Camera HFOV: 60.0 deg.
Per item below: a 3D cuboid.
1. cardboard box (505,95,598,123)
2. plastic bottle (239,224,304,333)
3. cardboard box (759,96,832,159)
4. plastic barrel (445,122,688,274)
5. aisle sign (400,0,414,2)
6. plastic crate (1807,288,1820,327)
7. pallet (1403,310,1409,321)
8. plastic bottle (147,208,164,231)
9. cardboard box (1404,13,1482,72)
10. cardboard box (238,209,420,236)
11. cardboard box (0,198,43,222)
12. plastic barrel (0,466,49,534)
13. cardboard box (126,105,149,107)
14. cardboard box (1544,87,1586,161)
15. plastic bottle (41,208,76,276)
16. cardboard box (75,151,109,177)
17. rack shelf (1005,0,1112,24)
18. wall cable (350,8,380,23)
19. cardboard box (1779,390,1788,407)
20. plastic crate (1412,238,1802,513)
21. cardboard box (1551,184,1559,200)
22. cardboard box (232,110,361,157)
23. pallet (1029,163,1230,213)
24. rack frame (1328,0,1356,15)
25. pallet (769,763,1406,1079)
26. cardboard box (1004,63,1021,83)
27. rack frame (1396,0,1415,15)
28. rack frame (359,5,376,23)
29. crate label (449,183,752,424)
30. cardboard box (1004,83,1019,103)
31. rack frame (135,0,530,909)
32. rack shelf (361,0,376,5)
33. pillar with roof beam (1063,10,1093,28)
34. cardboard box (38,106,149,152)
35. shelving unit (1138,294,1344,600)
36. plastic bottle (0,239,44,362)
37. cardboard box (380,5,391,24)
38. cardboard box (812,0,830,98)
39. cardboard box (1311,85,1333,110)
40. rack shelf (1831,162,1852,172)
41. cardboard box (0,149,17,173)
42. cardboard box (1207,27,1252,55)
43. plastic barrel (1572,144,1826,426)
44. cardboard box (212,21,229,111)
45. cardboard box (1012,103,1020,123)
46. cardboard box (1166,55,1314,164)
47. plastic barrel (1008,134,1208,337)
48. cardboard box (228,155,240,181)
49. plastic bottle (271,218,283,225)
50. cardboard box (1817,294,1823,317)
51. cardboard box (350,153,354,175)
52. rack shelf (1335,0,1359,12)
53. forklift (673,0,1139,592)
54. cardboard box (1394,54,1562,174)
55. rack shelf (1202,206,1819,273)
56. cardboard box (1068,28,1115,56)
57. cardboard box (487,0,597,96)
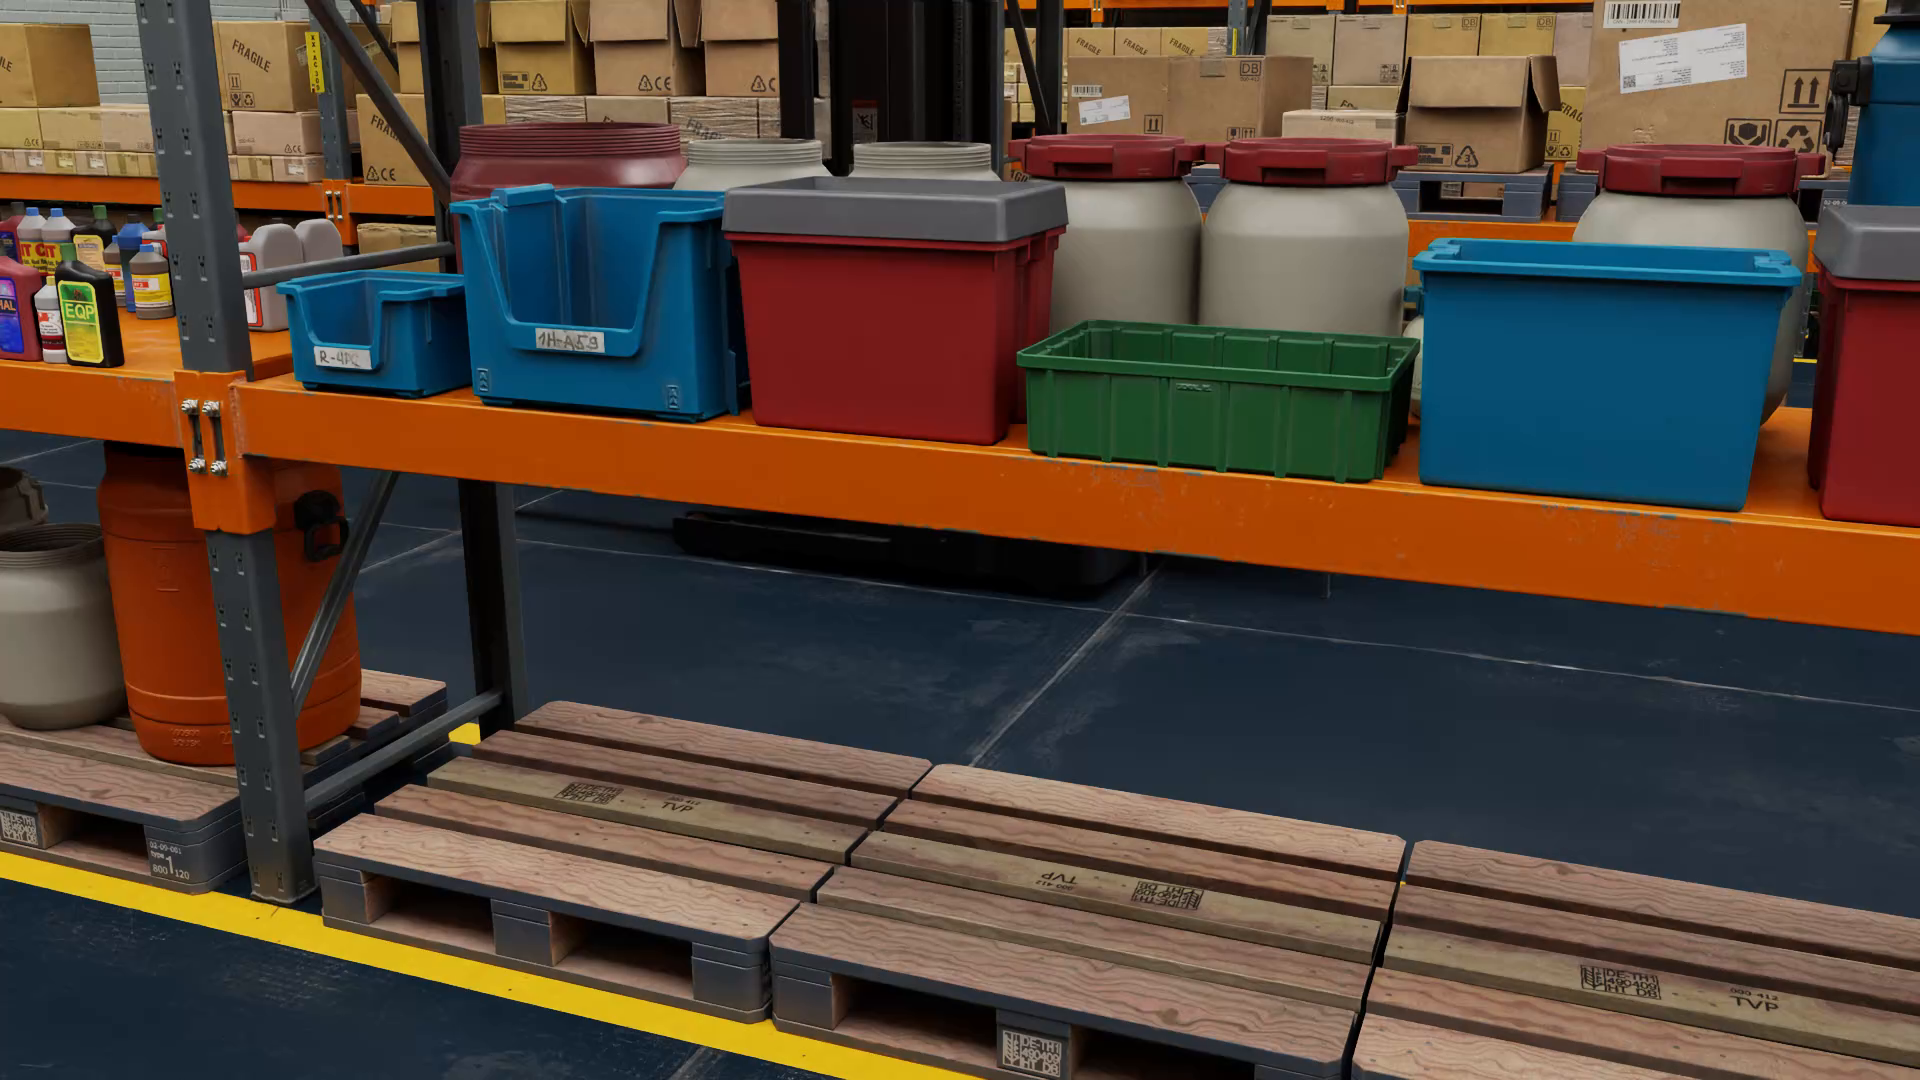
[{"bbox_3d":[-2.145,-2.202,9.201,0.500,0.500,0.500,6,17,19],"label":"cardboard box"},{"bbox_3d":[-1.851,-0.704,4.441,0.135,0.276,0.152,6,17,21],"label":"plastic bottle"},{"bbox_3d":[-0.705,-2.046,8.663,0.500,0.500,0.500,6,17,20],"label":"cardboard box"},{"bbox_3d":[-0.968,-0.771,4.207,0.708,0.536,0.600,6,17,21],"label":"plastic barrel"},{"bbox_3d":[-5.179,-5.388,15.689,0.004,0.787,0.394,6,17,21],"label":"aisle sign"},{"bbox_3d":[6.584,-1.826,13.023,0.450,0.188,0.662,-24,27,-33],"label":"plastic crate"},{"bbox_3d":[2.926,-1.796,12.983,1.213,0.211,1.003,6,17,21],"label":"pallet"},{"bbox_3d":[-2.333,-0.820,4.827,0.133,0.283,0.061,6,17,21],"label":"plastic bottle"},{"bbox_3d":[3.583,-3.612,12.263,0.500,0.500,0.700,6,17,20],"label":"cardboard box"},{"bbox_3d":[-3.999,-1.638,10.495,0.875,0.875,0.875,6,17,21],"label":"cardboard box"},{"bbox_3d":[-6.511,-1.915,11.446,0.875,0.875,0.875,6,17,21],"label":"cardboard box"},{"bbox_3d":[-3.023,0.120,4.951,0.708,0.588,0.600,6,17,21],"label":"plastic barrel"},{"bbox_3d":[-5.156,-2.712,10.870,0.500,0.250,0.500,6,17,21],"label":"cardboard box"},{"bbox_3d":[4.418,-2.962,11.817,0.500,0.500,0.500,6,17,21],"label":"cardboard box"},{"bbox_3d":[-2.662,-0.845,4.935,0.097,0.271,0.097,0,16,0],"label":"plastic bottle"},{"bbox_3d":[-5.250,-2.352,10.346,0.250,0.149,0.380,7,17,22],"label":"cardboard box"},{"bbox_3d":[0.179,-7.526,23.629,4.000,0.370,1.077,6,17,21],"label":"rack shelf"},{"bbox_3d":[-8.244,-6.776,23.311,0.122,1.984,0.588,6,17,21],"label":"wall cable"},{"bbox_3d":[3.464,-0.630,7.657,0.500,0.500,0.700,5,17,16],"label":"cardboard box"},{"bbox_3d":[1.070,-0.290,2.822,0.575,0.384,0.392,6,17,21],"label":"plastic crate"},{"bbox_3d":[7.573,-4.678,21.413,0.625,0.625,0.875,6,17,18],"label":"cardboard box"},{"bbox_3d":[-3.922,-2.417,9.854,0.500,0.250,0.500,6,17,20],"label":"cardboard box"},{"bbox_3d":[1.009,-1.822,8.414,1.003,0.211,1.213,6,17,21],"label":"pallet"},{"bbox_3d":[3.943,-4.530,17.397,0.127,3.000,1.000,6,17,21],"label":"rack frame"},{"bbox_3d":[0.327,0.879,3.768,1.213,0.211,1.003,6,17,21],"label":"pallet"},{"bbox_3d":[0.394,-3.666,13.053,0.250,0.149,0.380,7,18,23],"label":"cardboard box"},{"bbox_3d":[5.760,-5.818,21.832,0.127,3.000,1.000,6,17,21],"label":"rack frame"},{"bbox_3d":[-5.222,-4.054,15.758,0.127,3.000,1.000,6,17,21],"label":"rack frame"},{"bbox_3d":[-0.686,-0.520,3.522,0.616,0.435,0.502,6,17,21],"label":"crate label"},{"bbox_3d":[0.393,-3.523,13.094,0.250,0.149,0.380,7,18,22],"label":"cardboard box"},{"bbox_3d":[-1.511,-0.675,4.119,0.127,3.000,1.000,6,17,21],"label":"rack frame"},{"bbox_3d":[-3.361,-4.944,14.735,4.000,0.370,1.077,6,17,21],"label":"rack shelf"},{"bbox_3d":[0.143,-8.296,19.610,0.400,9.000,9.100,6,17,21],"label":"pillar with roof beam"},{"bbox_3d":[-5.349,-2.574,10.395,0.500,0.250,0.500,6,17,20],"label":"cardboard box"},{"bbox_3d":[1.141,-0.584,6.495,0.755,1.500,0.431,7,18,22],"label":"shelving unit"},{"bbox_3d":[-2.258,-0.573,3.978,0.133,0.283,0.061,6,17,21],"label":"plastic bottle"},{"bbox_3d":[-4.901,-4.610,15.168,0.500,0.500,0.500,6,17,20],"label":"cardboard box"},{"bbox_3d":[-0.368,-2.568,8.662,0.637,0.503,0.797,7,18,23],"label":"cardboard box"},{"bbox_3d":[2.539,-3.168,12.526,0.500,0.500,0.500,6,17,21],"label":"cardboard box"},{"bbox_3d":[7.802,-2.276,10.925,4.000,0.370,1.077,6,17,21],"label":"rack shelf"},{"bbox_3d":[-5.970,-2.431,10.617,0.250,0.149,0.380,6,17,20],"label":"cardboard box"},{"bbox_3d":[2.885,-5.093,17.365,0.500,0.500,0.500,7,17,22],"label":"cardboard box"},{"bbox_3d":[1.401,-0.486,3.223,0.433,0.535,0.433,0,16,0],"label":"plastic barrel"},{"bbox_3d":[-4.405,-2.830,9.931,0.500,0.500,0.500,6,17,21],"label":"cardboard box"},{"bbox_3d":[0.402,-3.381,13.135,0.250,0.149,0.380,7,18,22],"label":"cardboard box"},{"bbox_3d":[1.380,-2.133,8.209,0.500,0.500,0.700,9,19,29],"label":"cardboard box"},{"bbox_3d":[0.316,-0.605,3.634,0.433,0.535,0.433,0,16,0],"label":"plastic barrel"},{"bbox_3d":[-4.297,-2.247,9.984,0.250,0.149,0.380,6,17,20],"label":"cardboard box"},{"bbox_3d":[-1.893,-0.760,4.643,0.097,0.271,0.097,0,16,0],"label":"plastic bottle"},{"bbox_3d":[6.501,-1.925,11.483,0.875,0.875,0.875,7,17,21],"label":"cardboard box"},{"bbox_3d":[-3.812,-2.392,10.482,0.250,0.149,0.380,6,17,19],"label":"cardboard box"},{"bbox_3d":[5.803,-5.420,16.374,4.000,0.370,1.077,6,17,21],"label":"rack shelf"},{"bbox_3d":[-0.654,-1.457,6.934,3.031,2.935,1.130,7,18,22],"label":"forklift"},{"bbox_3d":[2.381,-1.955,7.589,0.637,0.503,0.797,8,18,26],"label":"cardboard box"},{"bbox_3d":[2.167,-1.410,7.939,4.000,0.370,1.077,6,17,21],"label":"rack shelf"},{"bbox_3d":[1.475,-5.251,17.908,0.500,0.500,0.500,6,17,19],"label":"cardboard box"},{"bbox_3d":[-2.183,-2.762,9.329,0.637,0.503,0.797,6,17,21],"label":"cardboard box"}]
